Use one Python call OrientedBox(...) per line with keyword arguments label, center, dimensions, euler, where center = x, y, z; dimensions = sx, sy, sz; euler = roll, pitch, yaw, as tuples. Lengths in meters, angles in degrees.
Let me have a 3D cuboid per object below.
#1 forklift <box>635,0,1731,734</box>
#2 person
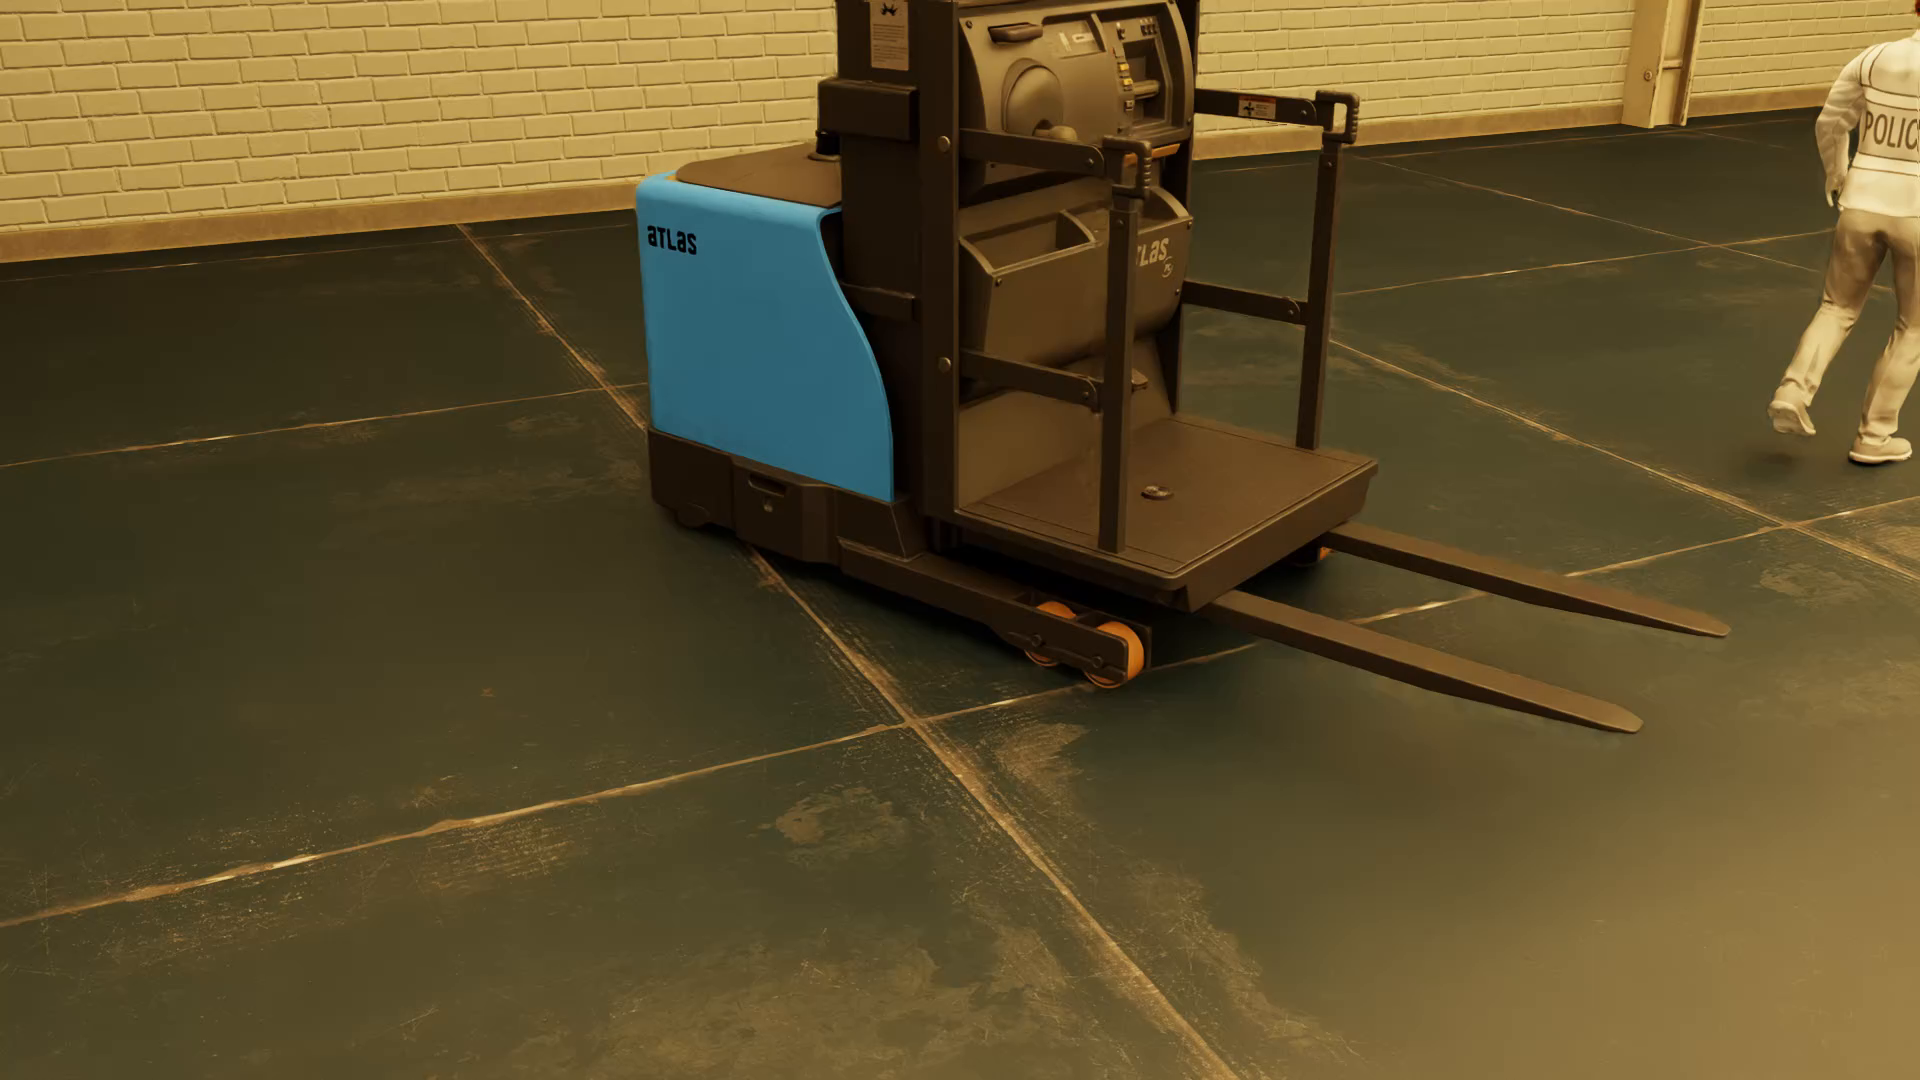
OrientedBox(label="forklift", center=(0.484, -1.207, 4.192), dimensions=(3.031, 2.935, 1.130), euler=(18, 28, 36))
OrientedBox(label="person", center=(3.071, -1.043, 5.477), dimensions=(0.555, 1.651, 0.721), euler=(-15, 27, -33))
